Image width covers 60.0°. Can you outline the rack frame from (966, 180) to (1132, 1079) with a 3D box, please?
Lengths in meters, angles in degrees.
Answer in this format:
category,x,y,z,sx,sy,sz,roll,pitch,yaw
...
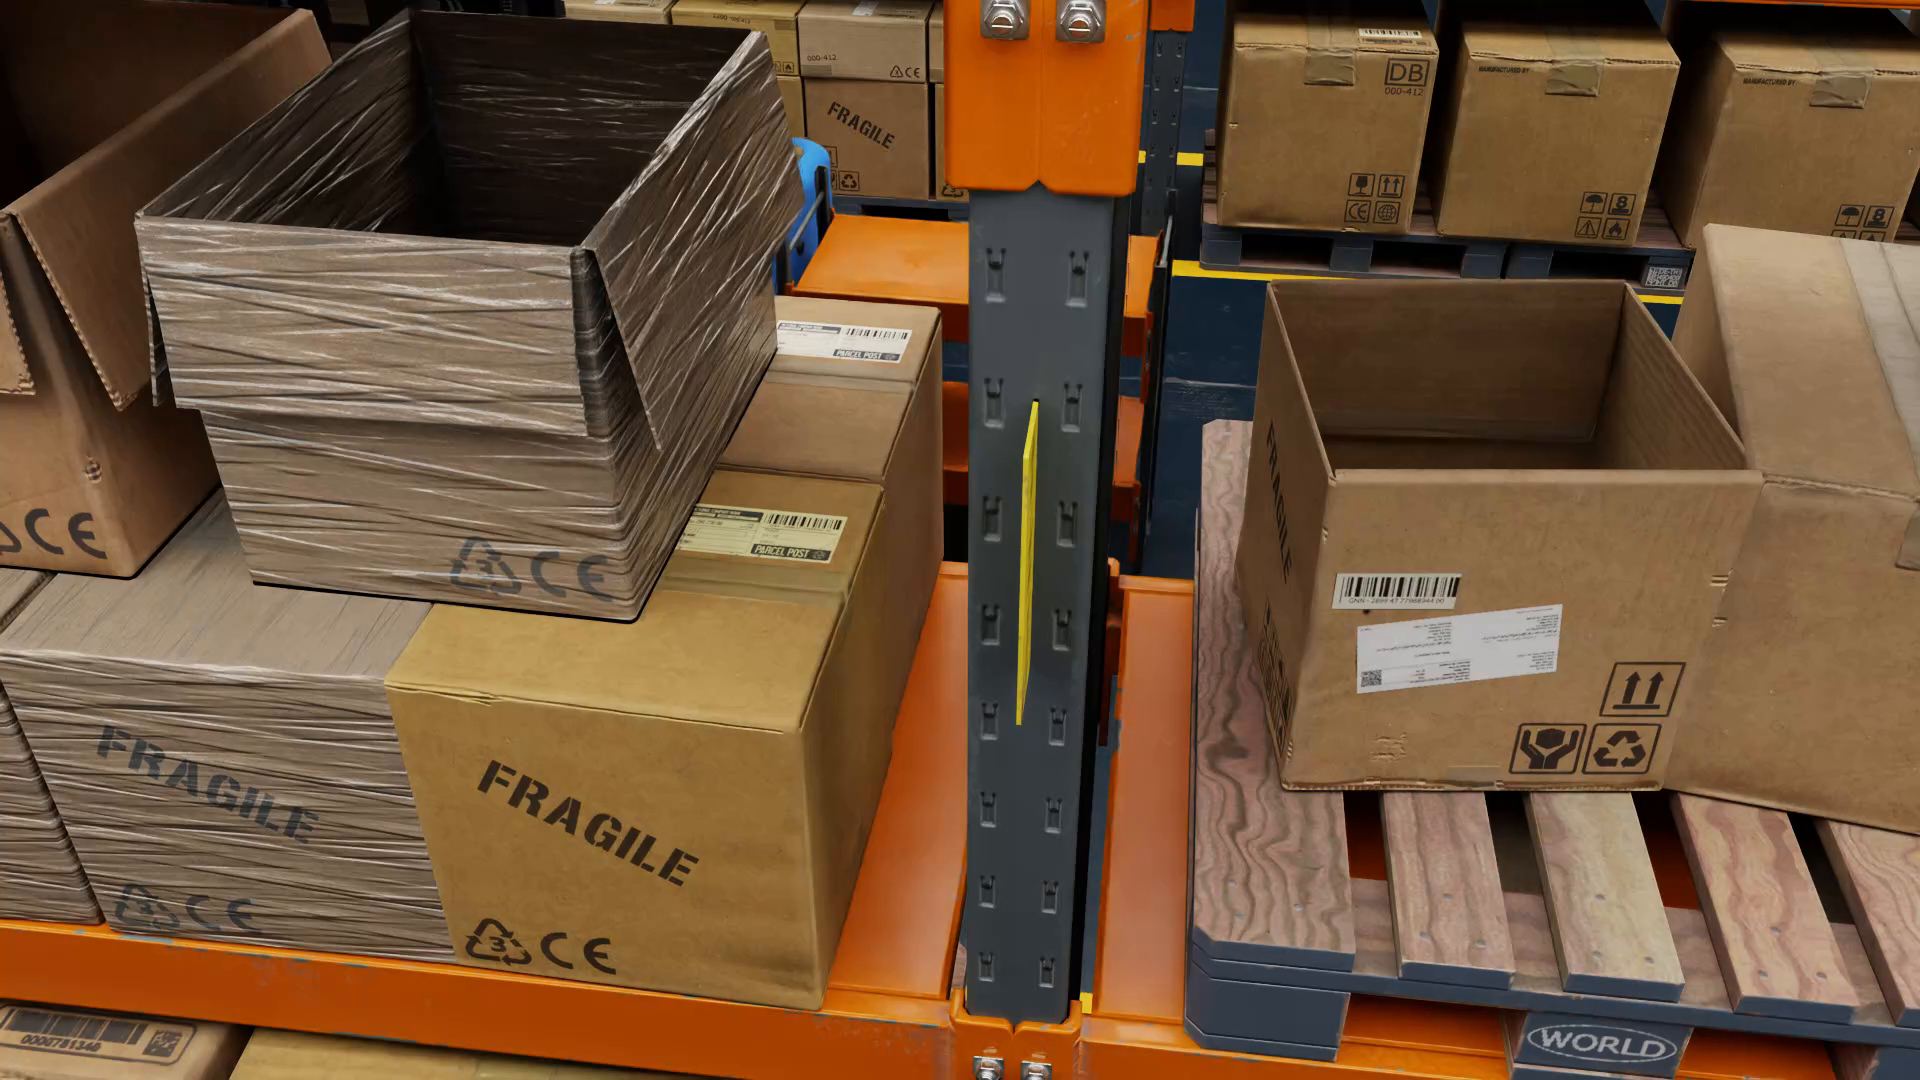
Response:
category,x,y,z,sx,sy,sz,roll,pitch,yaw
rack frame,0.133,0.180,2.416,0.127,3.000,1.000,4,36,6

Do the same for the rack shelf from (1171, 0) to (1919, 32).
category,x,y,z,sx,sy,sz,roll,pitch,yaw
rack shelf,2.849,-2.230,6.412,4.000,0.370,1.077,4,36,6

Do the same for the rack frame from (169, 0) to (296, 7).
category,x,y,z,sx,sy,sz,roll,pitch,yaw
rack frame,-3.102,-2.967,6.825,0.127,3.000,1.000,4,36,6

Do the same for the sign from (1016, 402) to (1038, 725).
category,x,y,z,sx,sy,sz,roll,pitch,yaw
sign,0.066,0.028,1.631,0.005,0.325,0.100,4,36,6

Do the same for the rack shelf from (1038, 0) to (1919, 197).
category,x,y,z,sx,sy,sz,roll,pitch,yaw
rack shelf,2.117,-0.600,1.546,4.000,0.370,1.077,4,36,6

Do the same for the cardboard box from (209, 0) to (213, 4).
category,x,y,z,sx,sy,sz,roll,pitch,yaw
cardboard box,-3.418,-2.364,7.561,0.250,0.149,0.380,6,36,8

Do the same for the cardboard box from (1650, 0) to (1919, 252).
category,x,y,z,sx,sy,sz,roll,pitch,yaw
cardboard box,3.249,-1.698,6.622,0.750,0.750,1.050,4,36,6

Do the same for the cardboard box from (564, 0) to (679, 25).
category,x,y,z,sx,sy,sz,roll,pitch,yaw
cardboard box,-1.369,-2.140,6.811,0.500,0.250,0.500,6,36,8

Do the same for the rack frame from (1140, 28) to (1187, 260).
category,x,y,z,sx,sy,sz,roll,pitch,yaw
rack frame,0.865,-2.671,6.410,0.127,3.000,1.000,4,36,6

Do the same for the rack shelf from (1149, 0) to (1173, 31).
category,x,y,z,sx,sy,sz,roll,pitch,yaw
rack shelf,-1.119,-2.526,6.826,4.000,0.370,1.077,4,36,6

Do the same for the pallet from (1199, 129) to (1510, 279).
category,x,y,z,sx,sy,sz,roll,pitch,yaw
pallet,1.638,-1.434,7.078,1.213,0.211,1.003,4,36,6

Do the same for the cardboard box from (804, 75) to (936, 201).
category,x,y,z,sx,sy,sz,roll,pitch,yaw
cardboard box,-0.335,-1.763,6.928,0.500,0.500,0.500,6,36,8

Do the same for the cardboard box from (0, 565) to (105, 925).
category,x,y,z,sx,sy,sz,roll,pitch,yaw
cardboard box,-1.397,0.168,2.346,0.500,0.500,0.500,3,36,4

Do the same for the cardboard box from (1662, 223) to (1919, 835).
category,x,y,z,sx,sy,sz,roll,pitch,yaw
cardboard box,1.240,-0.031,2.264,0.500,0.500,0.700,9,37,13

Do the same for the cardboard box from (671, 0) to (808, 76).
category,x,y,z,sx,sy,sz,roll,pitch,yaw
cardboard box,-0.851,-2.107,6.765,0.500,0.250,0.500,5,36,7

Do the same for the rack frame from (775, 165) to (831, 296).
category,x,y,z,sx,sy,sz,roll,pitch,yaw
rack frame,-0.441,-0.490,4.969,0.032,1.125,0.500,6,36,8

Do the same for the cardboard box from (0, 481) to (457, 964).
category,x,y,z,sx,sy,sz,roll,pitch,yaw
cardboard box,-0.882,0.205,2.295,0.500,0.500,0.500,4,36,6

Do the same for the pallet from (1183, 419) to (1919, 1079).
category,x,y,z,sx,sy,sz,roll,pitch,yaw
pallet,0.854,0.249,2.484,1.003,0.211,1.213,4,36,6

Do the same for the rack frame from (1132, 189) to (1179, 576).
category,x,y,z,sx,sy,sz,roll,pitch,yaw
rack frame,0.561,-0.391,4.830,0.032,1.125,0.500,6,36,8

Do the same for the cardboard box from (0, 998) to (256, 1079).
category,x,y,z,sx,sy,sz,roll,pitch,yaw
cardboard box,-1.432,0.740,3.098,0.875,0.875,1.225,4,36,6

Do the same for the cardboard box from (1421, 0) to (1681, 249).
category,x,y,z,sx,sy,sz,roll,pitch,yaw
cardboard box,2.325,-1.766,6.718,0.750,0.750,1.050,5,36,7

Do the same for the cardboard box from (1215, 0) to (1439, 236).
category,x,y,z,sx,sy,sz,roll,pitch,yaw
cardboard box,1.458,-1.829,6.806,0.750,0.750,1.050,4,36,5

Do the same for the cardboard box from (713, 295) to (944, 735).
category,x,y,z,sx,sy,sz,roll,pitch,yaw
cardboard box,-0.314,-0.054,2.657,0.500,0.500,0.500,5,36,7

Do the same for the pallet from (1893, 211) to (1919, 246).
category,x,y,z,sx,sy,sz,roll,pitch,yaw
pallet,4.058,-1.253,6.825,1.213,0.211,1.003,4,36,6

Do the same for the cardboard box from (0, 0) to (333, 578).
category,x,y,z,sx,sy,sz,roll,pitch,yaw
cardboard box,-1.236,-0.383,2.254,0.637,0.503,0.797,5,36,7

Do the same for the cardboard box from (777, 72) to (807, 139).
category,x,y,z,sx,sy,sz,roll,pitch,yaw
cardboard box,-0.862,-1.793,6.970,0.500,0.500,0.500,3,36,4

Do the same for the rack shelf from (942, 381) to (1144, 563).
category,x,y,z,sx,sy,sz,roll,pitch,yaw
rack shelf,0.060,-0.242,5.041,1.000,0.278,0.538,6,36,8

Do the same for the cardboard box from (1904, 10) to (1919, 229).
category,x,y,z,sx,sy,sz,roll,pitch,yaw
cardboard box,4.205,-1.624,6.519,0.750,0.750,1.050,4,36,6

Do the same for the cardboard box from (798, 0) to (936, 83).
category,x,y,z,sx,sy,sz,roll,pitch,yaw
cardboard box,-0.349,-2.060,6.699,0.500,0.250,0.500,5,36,7

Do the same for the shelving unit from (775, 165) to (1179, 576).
category,x,y,z,sx,sy,sz,roll,pitch,yaw
shelving unit,0.060,-0.441,4.899,1.048,1.125,0.538,6,36,8

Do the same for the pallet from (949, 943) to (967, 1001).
category,x,y,z,sx,sy,sz,roll,pitch,yaw
pallet,-0.639,1.213,3.369,1.213,0.211,1.003,4,36,6

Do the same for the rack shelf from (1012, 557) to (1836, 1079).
category,x,y,z,sx,sy,sz,roll,pitch,yaw
rack shelf,2.117,0.620,2.418,4.000,0.370,1.077,4,36,6

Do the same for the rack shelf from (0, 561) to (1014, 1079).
category,x,y,z,sx,sy,sz,roll,pitch,yaw
rack shelf,-1.851,0.325,2.832,4.000,0.370,1.077,4,36,6

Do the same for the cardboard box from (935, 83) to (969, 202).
category,x,y,z,sx,sy,sz,roll,pitch,yaw
cardboard box,0.179,-1.722,6.871,0.500,0.500,0.500,4,36,6

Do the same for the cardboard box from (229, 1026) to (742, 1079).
category,x,y,z,sx,sy,sz,roll,pitch,yaw
cardboard box,-0.549,0.811,3.000,0.875,0.875,1.225,3,36,4

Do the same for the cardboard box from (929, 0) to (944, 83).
category,x,y,z,sx,sy,sz,roll,pitch,yaw
cardboard box,0.153,-2.029,6.656,0.500,0.250,0.500,3,36,5

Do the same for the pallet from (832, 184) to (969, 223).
category,x,y,z,sx,sy,sz,roll,pitch,yaw
pallet,0.090,-1.594,7.302,1.213,0.211,1.003,4,36,6

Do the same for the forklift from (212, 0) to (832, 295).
category,x,y,z,sx,sy,sz,roll,pitch,yaw
forklift,-1.958,-1.462,4.775,3.031,2.935,1.130,7,36,10

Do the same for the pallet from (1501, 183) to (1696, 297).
category,x,y,z,sx,sy,sz,roll,pitch,yaw
pallet,2.844,-1.342,6.949,1.213,0.211,1.003,4,36,6

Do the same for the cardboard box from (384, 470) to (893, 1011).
category,x,y,z,sx,sy,sz,roll,pitch,yaw
cardboard box,-0.388,0.245,2.238,0.500,0.500,0.500,5,36,7

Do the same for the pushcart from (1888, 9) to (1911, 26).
category,x,y,z,sx,sy,sz,roll,pitch,yaw
pushcart,5.122,-2.850,8.918,0.936,0.377,1.648,-7,36,-10

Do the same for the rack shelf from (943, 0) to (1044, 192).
category,x,y,z,sx,sy,sz,roll,pitch,yaw
rack shelf,-1.851,-0.896,1.961,4.000,0.370,1.077,4,36,6

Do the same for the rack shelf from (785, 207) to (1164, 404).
category,x,y,z,sx,sy,sz,roll,pitch,yaw
rack shelf,0.060,-0.679,4.729,1.000,0.278,0.538,6,36,8

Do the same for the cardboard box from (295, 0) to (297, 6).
category,x,y,z,sx,sy,sz,roll,pitch,yaw
cardboard box,-2.403,-2.219,6.921,0.500,0.250,0.500,3,36,4

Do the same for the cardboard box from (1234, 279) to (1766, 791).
category,x,y,z,sx,sy,sz,roll,pitch,yaw
cardboard box,0.674,-0.015,2.241,0.500,0.500,0.500,0,36,0

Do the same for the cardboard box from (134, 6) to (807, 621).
category,x,y,z,sx,sy,sz,roll,pitch,yaw
cardboard box,-0.590,-0.333,2.185,0.637,0.503,0.797,5,36,8
